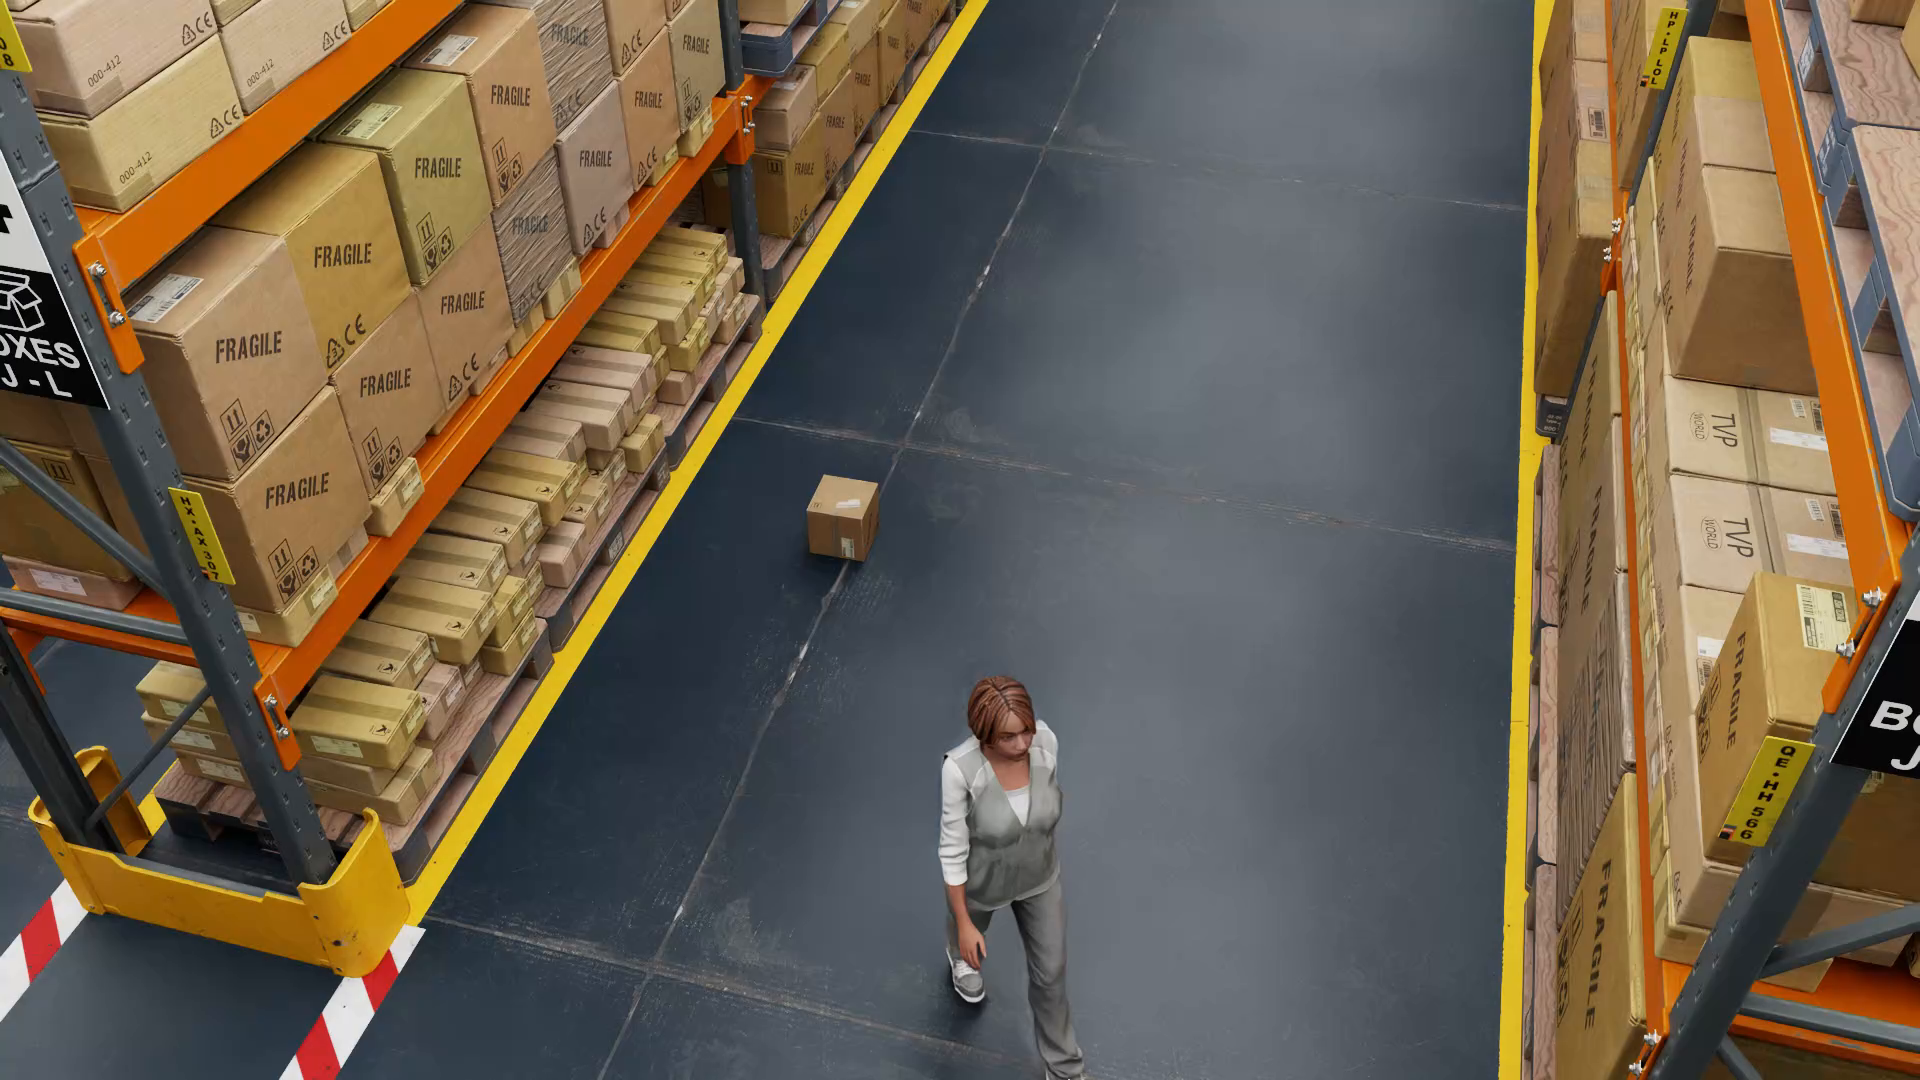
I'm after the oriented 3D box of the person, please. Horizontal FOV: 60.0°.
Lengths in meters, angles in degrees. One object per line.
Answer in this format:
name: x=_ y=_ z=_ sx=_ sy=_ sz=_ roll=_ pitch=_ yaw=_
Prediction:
person: x=0.151 y=1.058 z=4.958 sx=0.424 sy=1.567 sz=0.850 roll=-12 pitch=43 yaw=-14
